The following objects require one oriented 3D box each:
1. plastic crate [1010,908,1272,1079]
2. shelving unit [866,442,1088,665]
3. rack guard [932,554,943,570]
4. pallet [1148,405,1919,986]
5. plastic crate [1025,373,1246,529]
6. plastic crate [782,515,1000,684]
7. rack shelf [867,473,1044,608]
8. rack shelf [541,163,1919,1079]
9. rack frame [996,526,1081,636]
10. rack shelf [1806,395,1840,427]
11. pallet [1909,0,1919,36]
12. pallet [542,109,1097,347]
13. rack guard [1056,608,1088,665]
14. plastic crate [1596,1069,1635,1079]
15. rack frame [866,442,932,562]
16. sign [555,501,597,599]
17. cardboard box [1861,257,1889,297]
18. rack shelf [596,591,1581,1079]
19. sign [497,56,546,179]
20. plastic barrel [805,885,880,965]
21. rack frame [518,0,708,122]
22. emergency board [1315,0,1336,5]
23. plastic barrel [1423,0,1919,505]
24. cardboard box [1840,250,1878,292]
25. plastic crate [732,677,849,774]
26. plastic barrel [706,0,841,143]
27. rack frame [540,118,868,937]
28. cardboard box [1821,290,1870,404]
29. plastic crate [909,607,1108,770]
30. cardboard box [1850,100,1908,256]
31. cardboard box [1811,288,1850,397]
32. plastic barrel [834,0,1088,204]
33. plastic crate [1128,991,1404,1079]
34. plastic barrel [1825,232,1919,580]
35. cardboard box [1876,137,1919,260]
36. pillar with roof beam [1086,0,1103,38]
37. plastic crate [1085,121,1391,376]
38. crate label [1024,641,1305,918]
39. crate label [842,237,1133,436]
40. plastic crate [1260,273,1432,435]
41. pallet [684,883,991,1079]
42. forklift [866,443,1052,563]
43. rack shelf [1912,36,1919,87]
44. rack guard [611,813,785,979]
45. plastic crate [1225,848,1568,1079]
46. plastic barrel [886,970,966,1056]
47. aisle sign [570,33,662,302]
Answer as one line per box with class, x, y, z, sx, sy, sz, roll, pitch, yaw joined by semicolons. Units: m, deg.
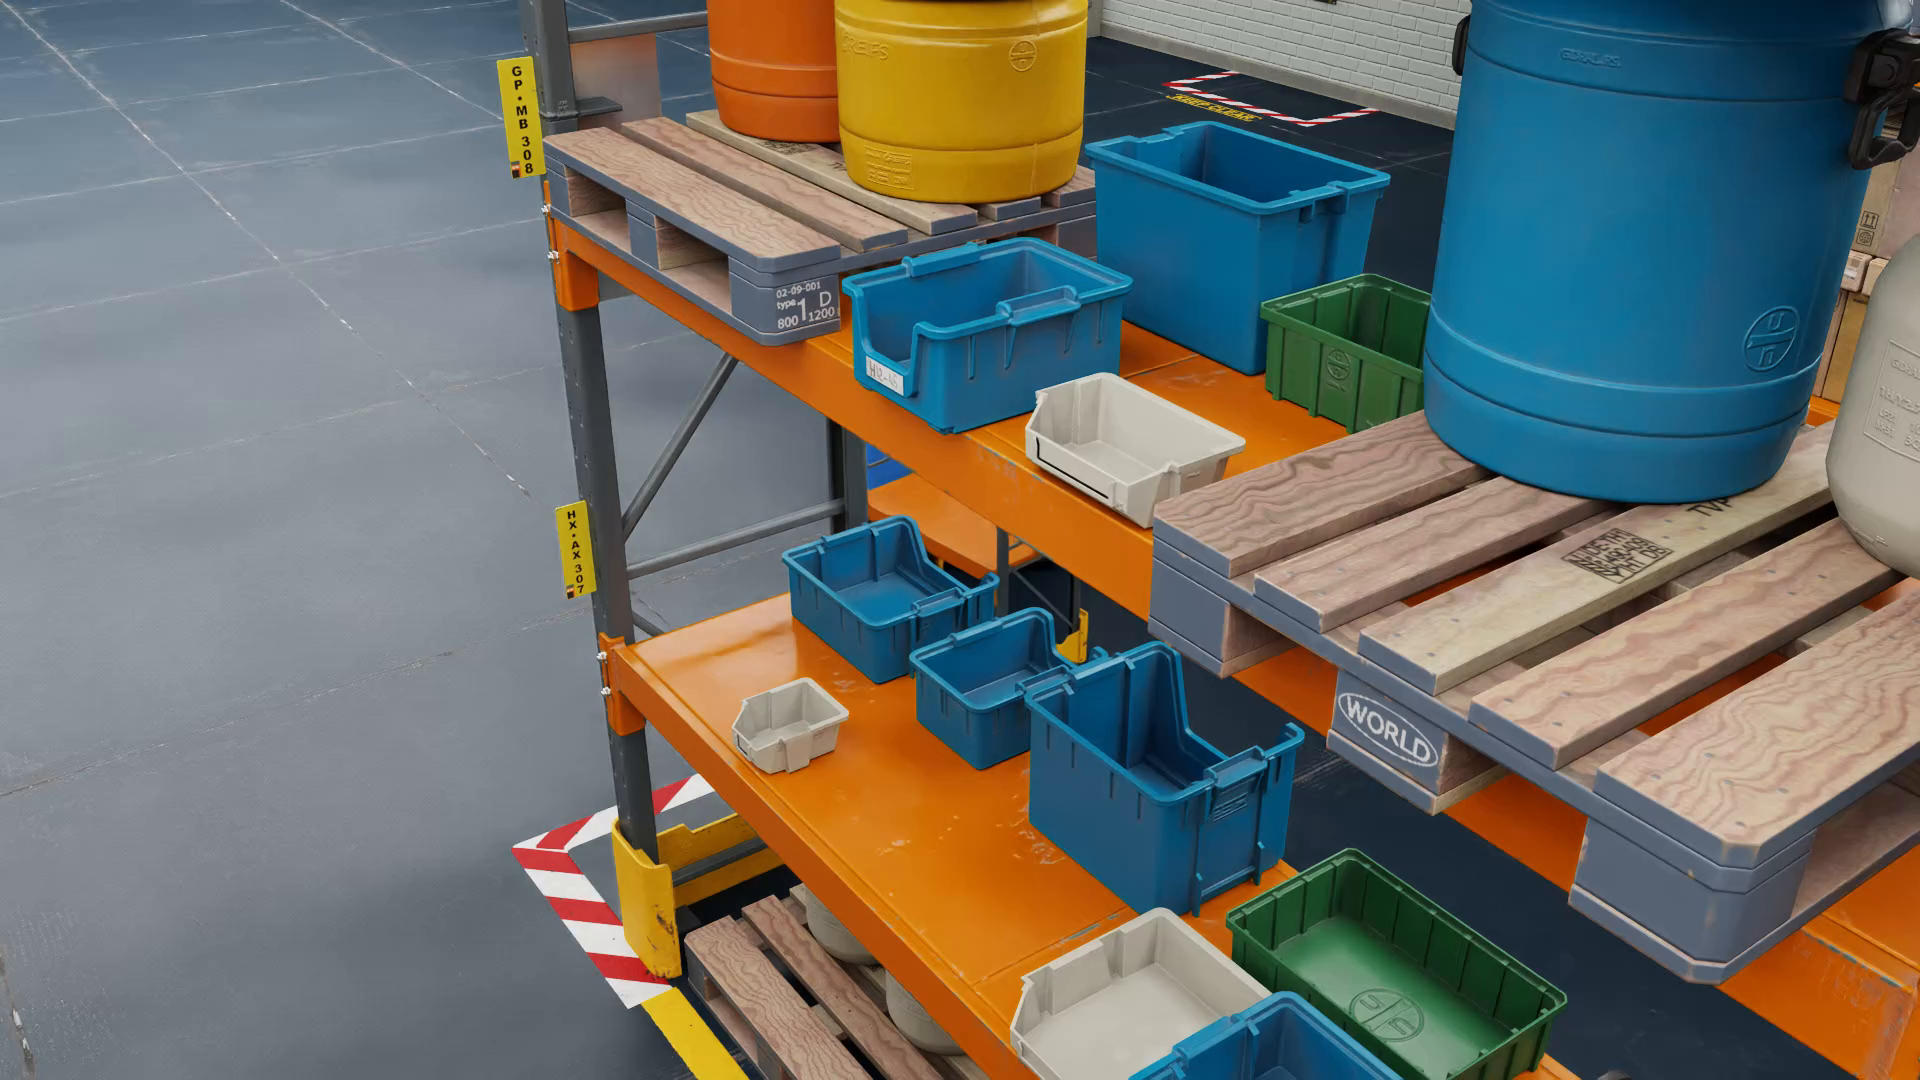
plastic crate;0.410;1.114;3.833;0.530;0.136;0.437;-19;34;-31
shelving unit;0.015;-0.199;7.544;0.587;1.500;1.083;-24;36;-36
rack guard;-0.320;0.175;8.166;0.587;0.250;0.087;-24;36;-36
pallet;1.060;0.070;2.532;1.213;0.211;1.003;-19;34;-31
plastic crate;0.298;-0.155;3.026;0.243;0.136;0.396;-19;34;-31
plastic crate;-0.228;0.181;5.430;0.499;0.251;0.616;-19;34;-31
rack shelf;0.009;-0.044;7.636;0.538;0.185;1.000;-24;36;-36
rack shelf;0.398;-0.221;3.624;1.077;0.370;4.000;-19;34;-31
rack frame;0.352;-0.023;7.220;0.500;1.500;0.032;-24;36;-36
rack shelf;4.435;-0.272;6.862;1.077;0.370;4.000;-19;34;-31
pallet;3.664;-2.363;6.908;1.003;0.211;1.213;-19;34;-31
pallet;-0.362;-0.883;4.287;1.003;0.211;1.213;-19;34;-31
rack guard;0.351;0.526;7.519;0.587;0.250;0.087;-24;36;-36
plastic crate;1.358;1.347;3.191;0.767;0.338;0.504;-19;34;-31
rack frame;-0.333;-0.381;7.880;0.500;1.500;0.032;-24;36;-36
sign;-1.213;0.033;5.256;0.100;0.325;0.005;-19;34;-31
cardboard box;3.927;-1.082;6.815;0.380;0.149;0.250;-20;34;-32
rack shelf;0.398;1.098;4.340;1.077;0.370;4.000;-19;34;-31
sign;-1.213;-1.168;4.605;0.100;0.325;0.005;-19;34;-31
plastic barrel;-0.318;1.147;5.661;0.421;0.512;0.421;0;29;0
rack frame;-0.762;-2.632;4.168;1.000;3.000;0.127;-19;34;-31
emergency board;3.546;-6.018;16.689;0.157;1.169;0.626;-19;34;-31
plastic barrel;1.068;-0.581;2.568;0.600;0.901;0.708;-19;34;-31
cardboard box;3.771;-1.185;7.004;0.380;0.149;0.250;-19;34;-31
plastic crate;-0.505;0.557;4.858;0.298;0.136;0.250;-19;34;-31
plastic barrel;-0.377;-1.534;4.398;0.600;0.830;0.708;-19;34;-31
rack frame;-0.762;0.004;5.600;1.000;3.000;0.127;-19;34;-31
cardboard box;4.127;-0.827;7.026;0.700;0.500;0.500;-19;34;-30
plastic crate;0.144;0.435;4.962;0.499;0.251;0.408;-19;34;-31
cardboard box;3.876;-1.571;7.036;0.700;0.500;0.500;-20;34;-32
cardboard box;3.844;-1.022;7.384;0.700;0.500;0.500;-18;33;-29
plastic barrel;0.003;-1.173;3.988;0.600;0.588;0.600;0;29;0
plastic crate;0.695;1.269;3.426;0.499;0.251;0.616;-19;34;-31
plastic barrel;1.468;-0.215;2.302;0.421;0.512;0.421;0;29;0
cardboard box;4.169;-1.376;6.676;0.700;0.500;0.500;-19;34;-30
pillar with roof beam;-2.049;-8.816;15.553;9.100;9.000;0.400;-19;34;-31
plastic crate;0.589;-0.649;3.676;0.392;0.384;0.575;-19;34;-31
crate label;0.526;0.629;4.412;0.502;0.435;0.616;-19;34;-31
crate label;0.055;-0.430;3.411;0.502;0.251;0.408;-19;34;-31
plastic crate;0.865;-0.355;3.339;0.336;0.188;0.450;-19;34;-31
pallet;-0.213;1.563;5.651;1.003;0.211;1.213;-19;34;-31
forklift;0.034;-1.835;9.058;1.130;2.935;3.031;0;29;1
rack shelf;4.435;-1.590;6.146;1.077;0.370;4.000;-19;34;-31
rack guard;-0.680;1.119;6.166;1.175;0.500;0.348;-19;34;-31
plastic crate;1.001;1.046;3.903;0.450;0.188;0.662;-19;34;-31
plastic barrel;-0.027;1.342;5.302;0.421;0.512;0.421;0;29;0
aisle sign;-1.042;-1.085;4.882;0.394;0.787;0.004;-19;34;-31
